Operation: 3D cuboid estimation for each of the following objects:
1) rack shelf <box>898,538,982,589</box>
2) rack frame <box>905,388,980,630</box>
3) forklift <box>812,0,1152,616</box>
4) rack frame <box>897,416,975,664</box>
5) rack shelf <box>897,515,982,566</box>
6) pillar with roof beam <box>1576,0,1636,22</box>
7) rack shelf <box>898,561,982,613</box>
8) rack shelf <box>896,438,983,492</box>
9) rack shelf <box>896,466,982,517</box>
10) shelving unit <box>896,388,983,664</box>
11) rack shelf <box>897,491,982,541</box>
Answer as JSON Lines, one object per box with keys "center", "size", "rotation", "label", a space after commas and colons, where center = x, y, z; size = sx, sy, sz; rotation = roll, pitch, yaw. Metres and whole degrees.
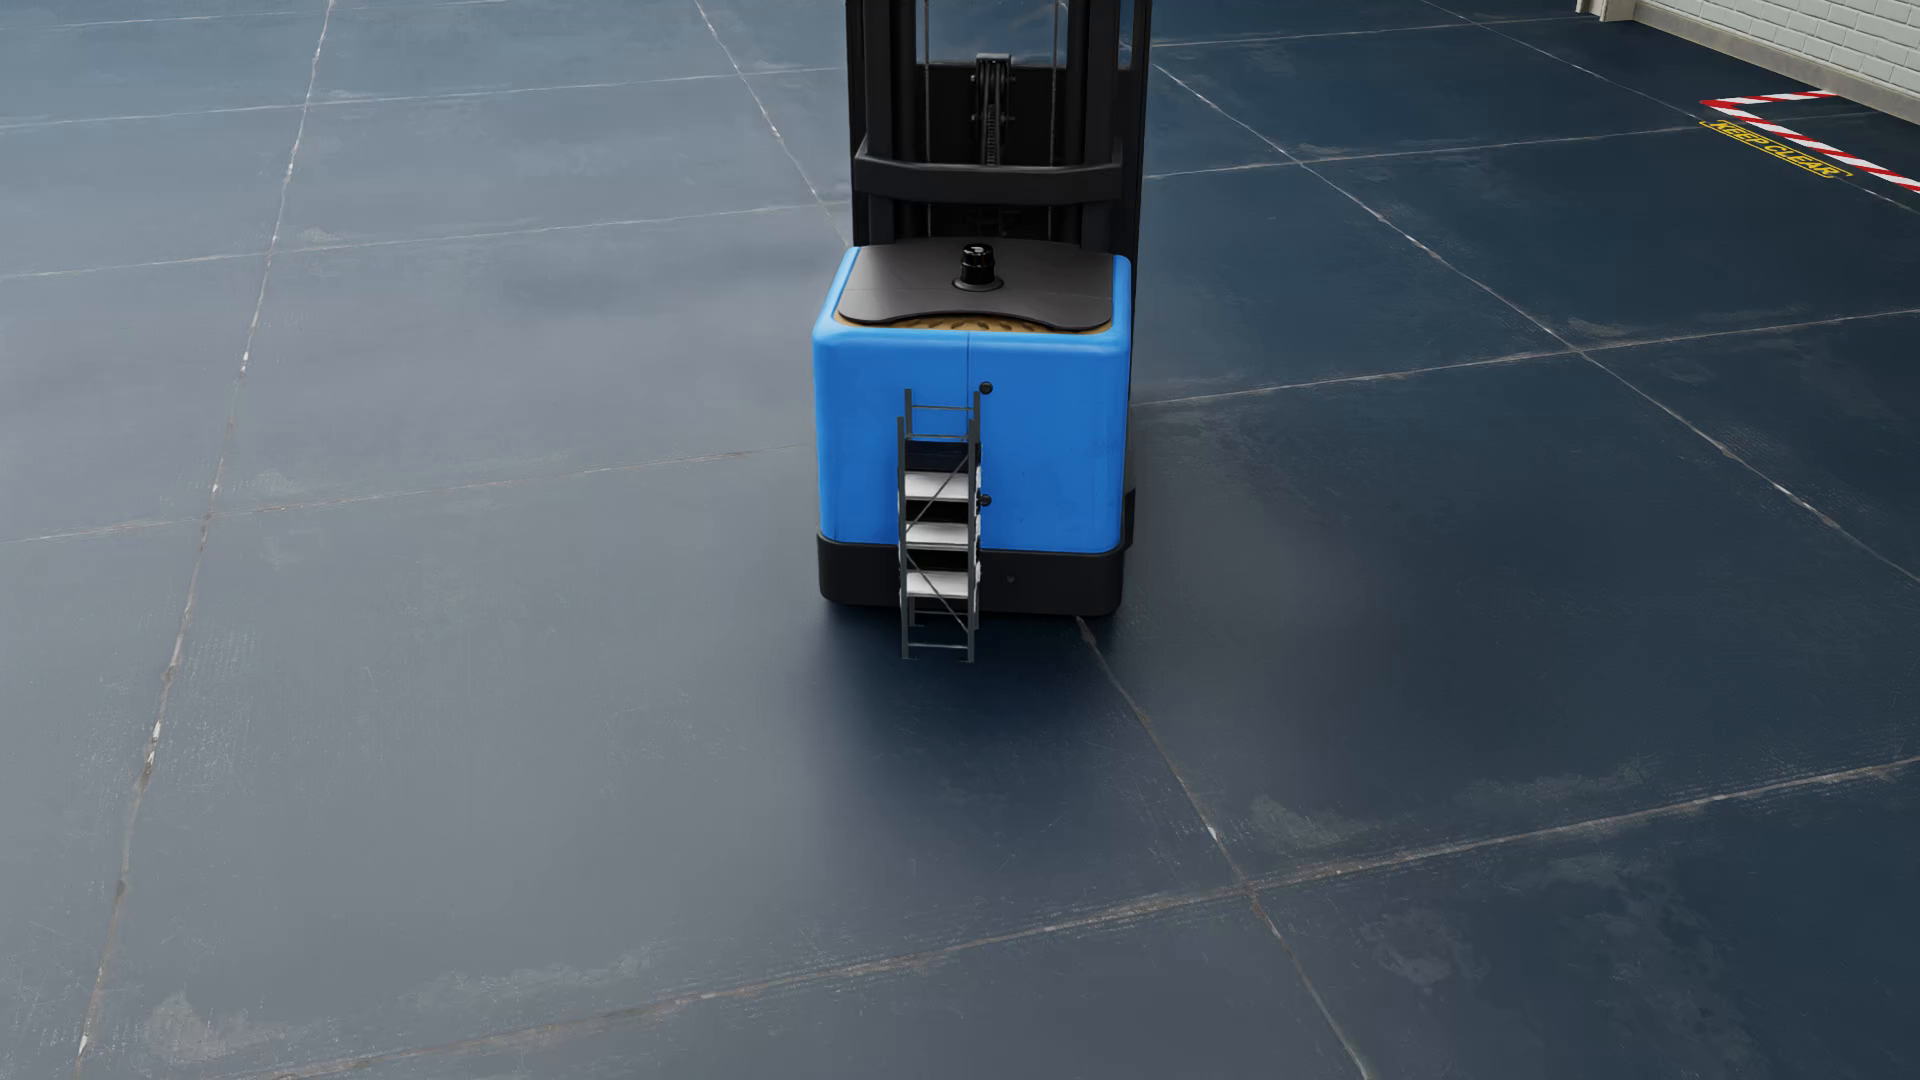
{"center": [-0.064, 0.072, 5.474], "size": [0.258, 0.077, 0.200], "rotation": [3, 30, 4], "label": "rack shelf"}
{"center": [-0.055, -0.086, 5.500], "size": [0.240, 0.900, 0.006], "rotation": [3, 30, 4], "label": "rack frame"}
{"center": [0.159, -1.721, 6.297], "size": [1.130, 2.935, 3.031], "rotation": [3, 30, 4], "label": "forklift"}
{"center": [-0.074, 0.016, 5.325], "size": [0.240, 0.900, 0.006], "rotation": [3, 30, 4], "label": "rack frame"}
{"center": [-0.064, -0.006, 5.429], "size": [0.258, 0.077, 0.200], "rotation": [3, 30, 4], "label": "rack shelf"}
{"center": [1.183, -7.660, 10.501], "size": [9.100, 9.000, 0.400], "rotation": [-8, 31, -13], "label": "pillar with roof beam"}
{"center": [-0.064, 0.150, 5.519], "size": [0.258, 0.077, 0.200], "rotation": [3, 30, 4], "label": "rack shelf"}
{"center": [-0.064, -0.240, 5.294], "size": [0.258, 0.077, 0.200], "rotation": [3, 30, 4], "label": "rack shelf"}
{"center": [-0.064, -0.162, 5.339], "size": [0.258, 0.077, 0.200], "rotation": [3, 30, 4], "label": "rack shelf"}
{"center": [-0.064, -0.035, 5.412], "size": [0.258, 0.900, 0.210], "rotation": [3, 30, 4], "label": "shelving unit"}
{"center": [-0.064, -0.084, 5.384], "size": [0.258, 0.077, 0.200], "rotation": [3, 30, 4], "label": "rack shelf"}
